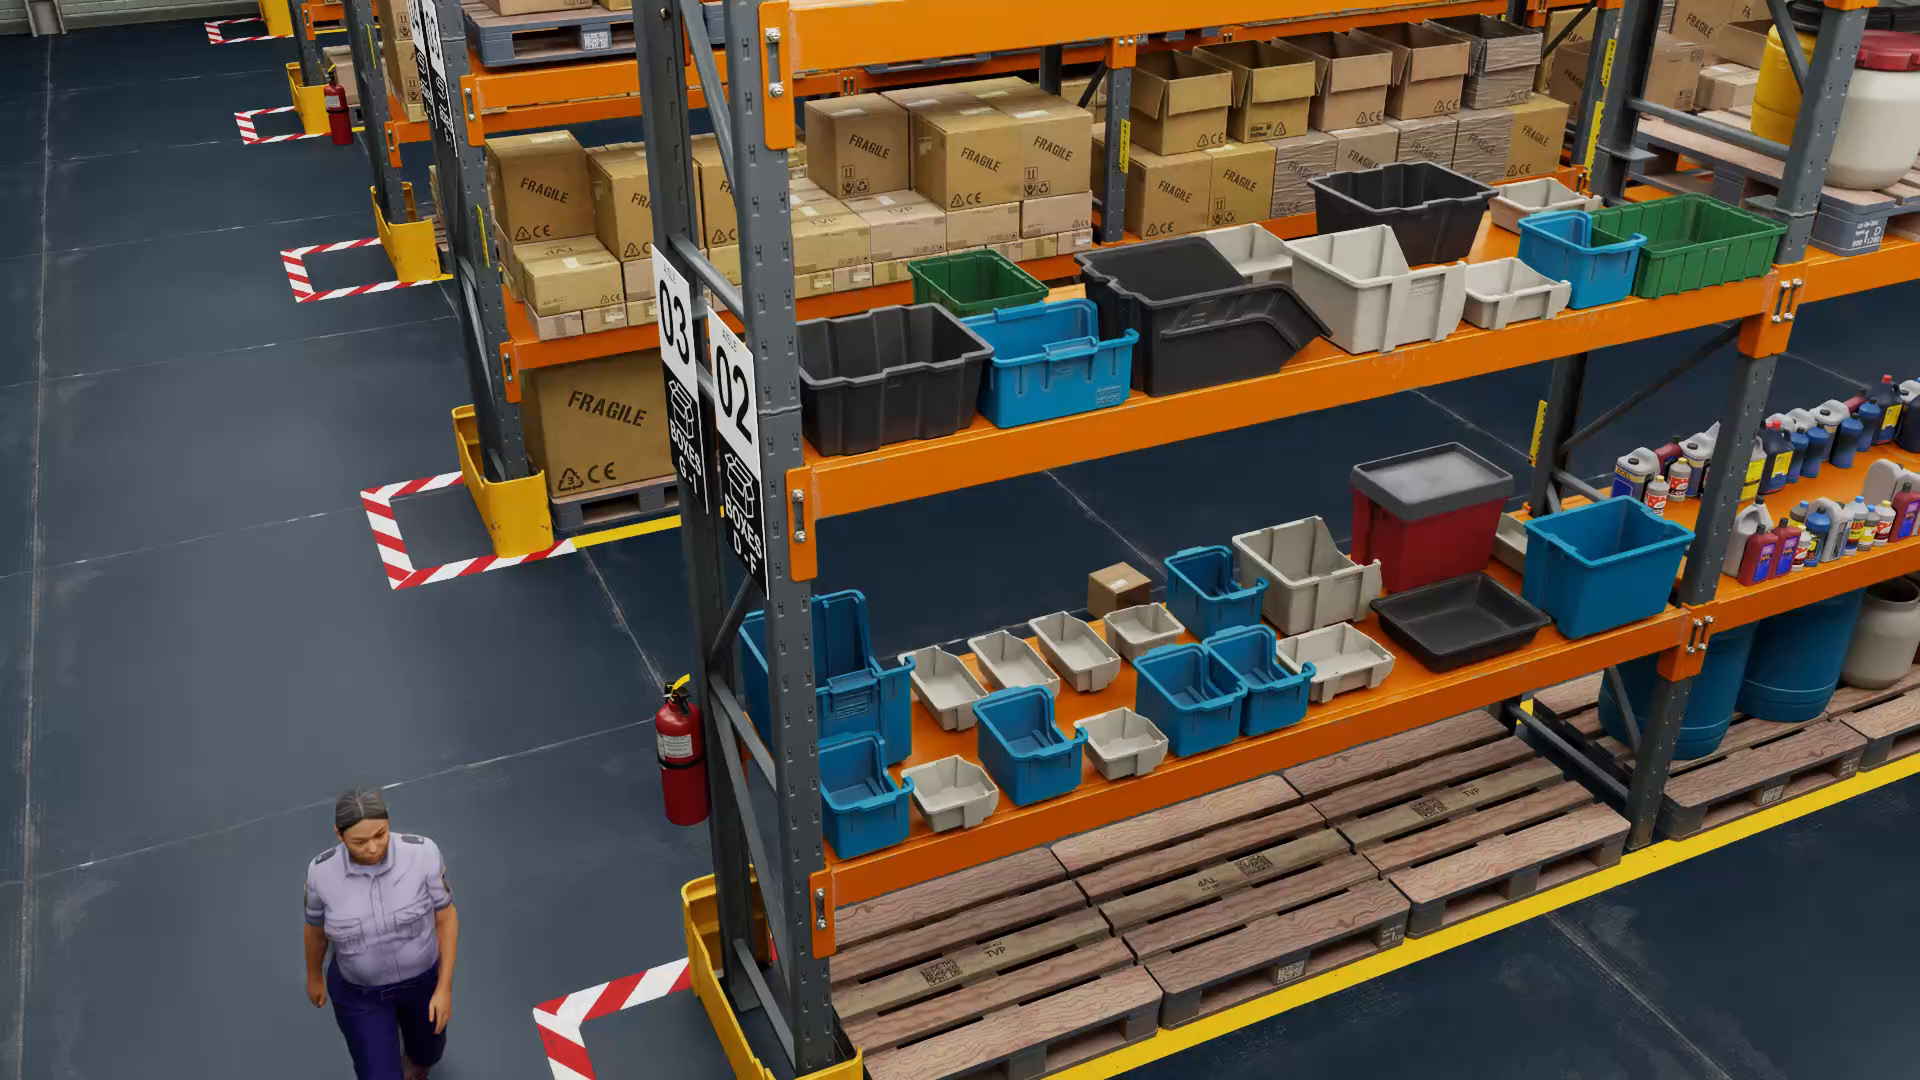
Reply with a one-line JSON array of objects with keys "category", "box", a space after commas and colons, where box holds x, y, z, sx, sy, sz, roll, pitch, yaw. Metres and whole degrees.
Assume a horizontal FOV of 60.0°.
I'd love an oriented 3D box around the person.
[{"category": "person", "box": [-1.987, 1.526, 5.780, 0.526, 1.602, 0.887, -14, 33, -24]}]
